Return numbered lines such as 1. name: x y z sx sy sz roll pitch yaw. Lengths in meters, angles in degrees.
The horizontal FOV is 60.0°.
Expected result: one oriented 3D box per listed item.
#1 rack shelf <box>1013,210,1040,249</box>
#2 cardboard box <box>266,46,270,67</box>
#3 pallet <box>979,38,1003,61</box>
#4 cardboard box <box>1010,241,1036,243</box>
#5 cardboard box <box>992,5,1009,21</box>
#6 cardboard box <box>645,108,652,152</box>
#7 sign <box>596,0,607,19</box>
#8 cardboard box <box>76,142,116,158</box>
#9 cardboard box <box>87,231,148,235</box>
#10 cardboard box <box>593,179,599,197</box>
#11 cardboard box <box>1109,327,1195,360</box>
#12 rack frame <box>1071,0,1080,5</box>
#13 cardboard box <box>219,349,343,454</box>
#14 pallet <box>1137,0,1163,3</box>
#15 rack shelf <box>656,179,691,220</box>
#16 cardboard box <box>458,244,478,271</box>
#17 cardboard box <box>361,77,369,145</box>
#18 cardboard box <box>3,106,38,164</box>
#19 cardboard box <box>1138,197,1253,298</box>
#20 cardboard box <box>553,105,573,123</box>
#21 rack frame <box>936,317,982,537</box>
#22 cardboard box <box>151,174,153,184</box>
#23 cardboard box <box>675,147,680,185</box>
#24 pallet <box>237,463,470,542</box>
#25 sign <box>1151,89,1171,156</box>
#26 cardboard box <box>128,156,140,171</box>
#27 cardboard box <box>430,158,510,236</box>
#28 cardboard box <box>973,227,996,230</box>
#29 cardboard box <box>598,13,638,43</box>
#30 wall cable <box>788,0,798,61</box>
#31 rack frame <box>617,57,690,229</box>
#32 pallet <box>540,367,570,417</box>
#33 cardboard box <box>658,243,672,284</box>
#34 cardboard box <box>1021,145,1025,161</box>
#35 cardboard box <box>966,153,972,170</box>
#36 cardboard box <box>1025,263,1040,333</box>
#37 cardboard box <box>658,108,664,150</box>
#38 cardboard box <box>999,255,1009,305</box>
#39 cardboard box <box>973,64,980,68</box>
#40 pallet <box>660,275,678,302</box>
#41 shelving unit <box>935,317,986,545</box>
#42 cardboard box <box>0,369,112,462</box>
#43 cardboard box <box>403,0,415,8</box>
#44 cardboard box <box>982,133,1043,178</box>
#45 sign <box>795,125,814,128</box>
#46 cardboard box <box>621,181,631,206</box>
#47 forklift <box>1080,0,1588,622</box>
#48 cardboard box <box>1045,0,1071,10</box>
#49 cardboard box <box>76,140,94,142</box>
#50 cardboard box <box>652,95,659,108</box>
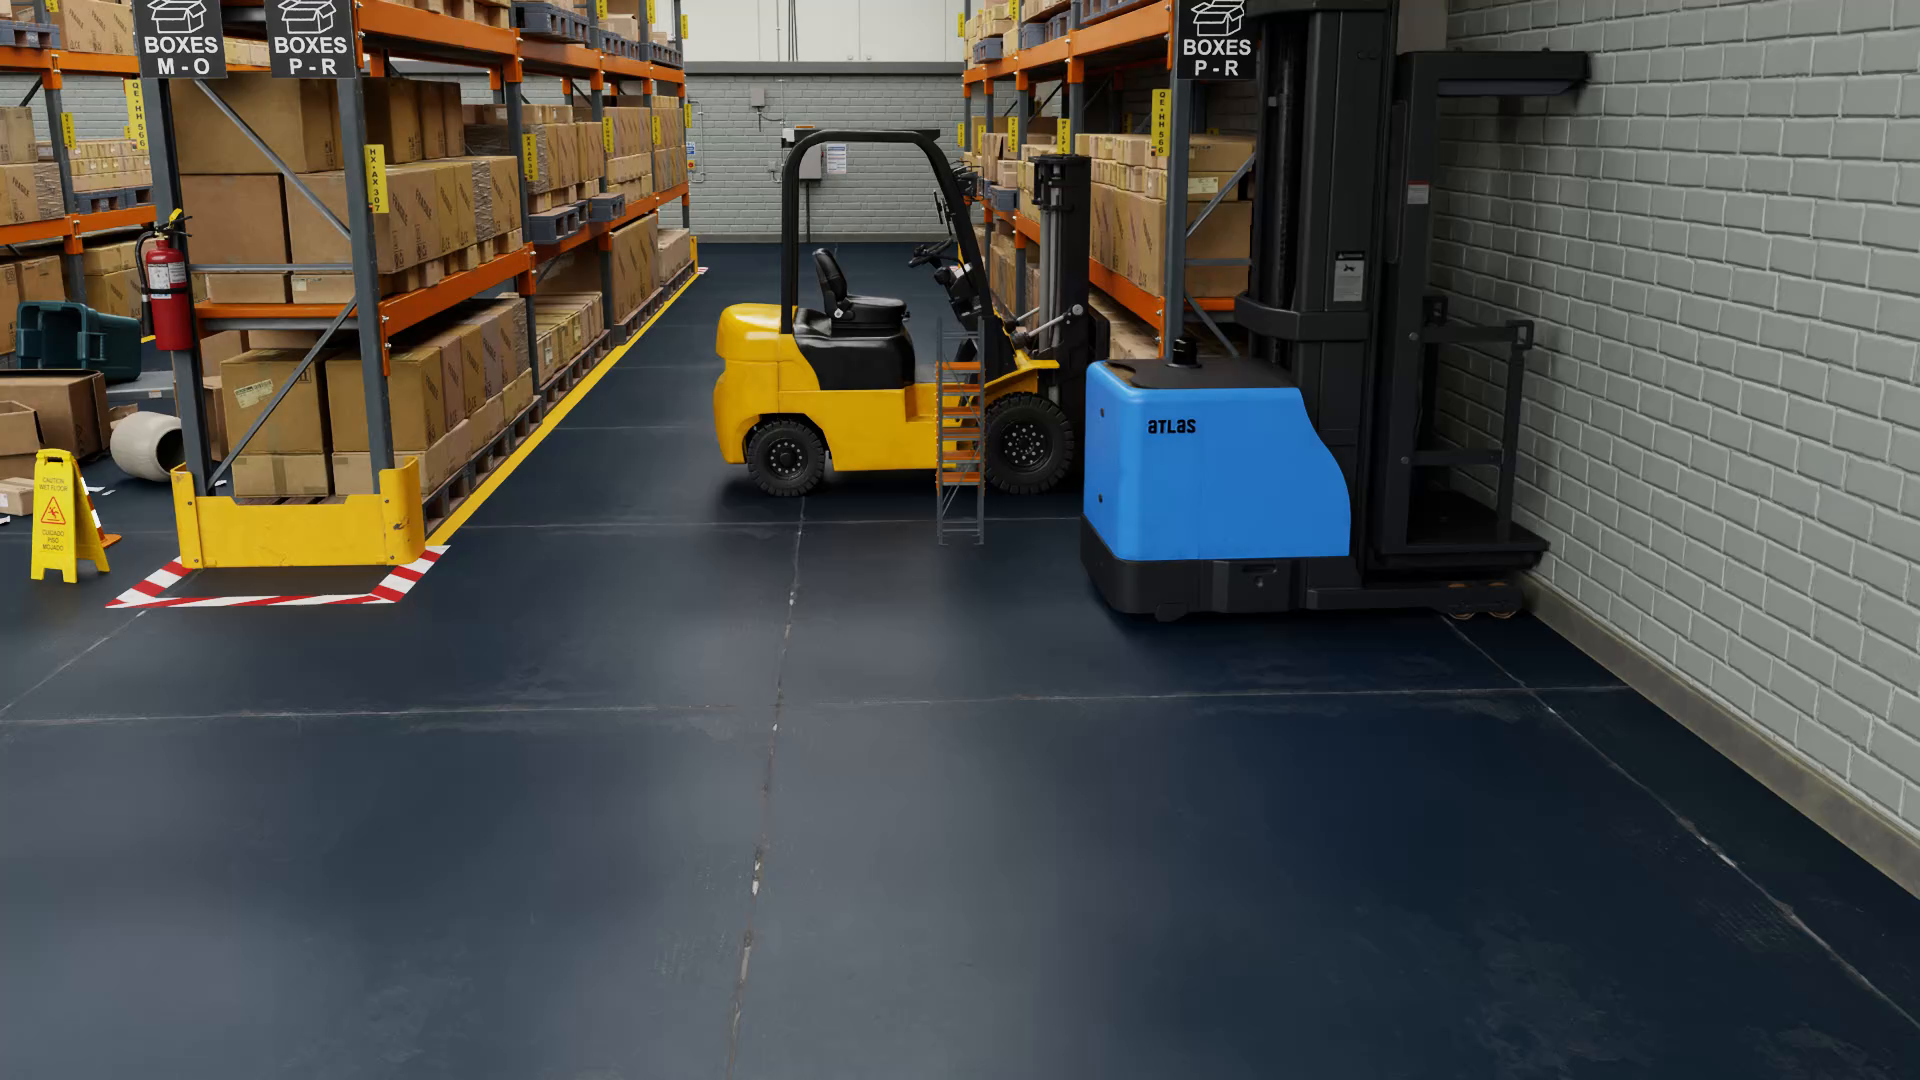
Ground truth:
1. rack shelf: 1.180 -2.561 14.405 1.077 0.370 4.000 -1 14 -3
2. cardboard box: -8.926 -6.106 21.021 0.500 0.250 0.500 0 14 -1
3. pallet: 0.846 -5.342 18.128 1.213 0.211 1.003 -1 14 -3
4. cardboard box: 0.755 -3.225 18.413 0.380 0.149 0.250 -1 14 -3
5. cardboard box: 0.543 -5.666 17.871 0.380 0.149 0.250 -1 14 -3
6. cardboard box: -3.867 -4.750 19.260 0.500 0.500 0.500 0 14 -2
7. sign: -3.356 -5.040 15.540 0.100 0.325 0.005 -1 14 -3
8. cardboard box: -8.713 -3.909 16.669 0.380 0.149 0.250 -1 15 -6
9. cardboard box: -9.262 -3.259 18.340 0.500 0.250 0.500 0 14 -2
10. cardboard box: -3.493 -3.206 15.128 0.380 0.149 0.250 -1 14 -4
11. cardboard box: 1.134 -1.135 10.088 0.500 0.250 0.500 -1 14 -3
12. rack frame: 1.304 -5.318 11.635 1.000 3.000 0.127 -1 14 -3
13. cardboard box: -3.712 -0.770 9.170 0.500 0.500 0.500 -1 14 -3
14. pallet: 1.534 -3.004 8.838 1.003 0.211 1.213 -1 14 -3
15. rack shelf: -4.269 -4.473 21.836 1.077 0.370 4.000 -1 14 -3
16. cardboard box: -3.221 -1.758 10.342 0.380 0.149 0.250 -1 14 -3
17. cardboard box: -3.809 -2.392 9.497 0.700 0.500 0.500 -1 14 -4
18. cardboard box: -8.814 -3.649 14.981 0.700 0.500 0.500 -1 14 -4
19. cardboard box: 1.260 -1.584 8.963 0.500 0.500 0.500 -1 14 -5
20. cardboard box: -3.514 -3.637 14.200 0.380 0.149 0.250 -2 15 -6
21. rack frame: -0.005 -0.600 8.951 0.240 1.200 0.006 -1 14 -3
22. cardboard box: -8.773 -3.885 17.767 0.380 0.149 0.250 0 14 -1
23. cardboard box: -4.041 -4.999 22.235 0.500 0.500 0.500 0 14 -2
24. pallet: -3.422 -0.211 9.423 1.003 0.211 1.213 -1 14 -3
25. sign: 1.010 -2.088 8.323 0.100 0.325 0.005 -1 14 -3
26. cardboard box: -8.742 -3.897 17.218 0.380 0.149 0.250 -1 14 -4
27. cardboard box: -3.335 -2.293 11.120 0.500 0.500 0.500 0 14 -2
28. cardboard box: 0.518 -4.023 22.815 0.700 0.500 0.500 0 14 -1
29. cardboard box: -3.881 -5.721 18.559 0.500 0.311 0.500 -1 14 -3
30. wall cable: -1.493 -9.698 28.582 2.988 3.039 0.133 -1 14 -3
31. rack frame: -4.393 -5.319 23.680 1.000 3.000 0.127 -1 14 -3
32. pallet: -3.699 -1.178 13.181 1.003 0.211 1.213 -1 14 -3
33. cardboard box: -4.077 -3.445 20.694 0.875 0.438 0.875 -1 14 -4
34. cardboard box: 0.782 -3.686 15.830 0.380 0.149 0.250 0 14 -2
35. cardboard box: 0.352 -5.226 23.021 0.500 0.250 0.500 -1 14 -3
36. cardboard box: 1.082 -2.305 15.889 0.875 0.625 0.625 0 14 -2
37. cardboard box: -3.958 -5.105 20.640 0.500 0.500 0.500 -1 14 -4
38. cardboard box: 0.709 -2.885 18.395 0.500 0.500 0.500 -1 14 -5
39. cardboard box: 0.367 -6.200 21.589 0.380 0.149 0.250 -1 14 -2
40. pallet: -4.114 -3.164 20.901 1.003 0.211 1.213 -1 14 -3
41. shelving unit: 0.001 -0.577 8.863 0.258 1.200 0.189 -1 14 -3
42. cardboard box: -6.104 -0.827 10.958 0.797 0.637 0.503 -1 14 -3
43. cardboard box: -3.246 -3.016 9.213 0.380 0.149 0.250 -1 14 -5
44. cardboard box: 0.615 -4.530 19.569 0.700 0.500 0.500 -1 14 -2
45. sign: -2.728 -7.168 29.208 0.339 0.242 0.001 -1 14 -3
46. cardboard box: -3.753 -3.641 17.457 0.500 0.250 0.500 0 14 -2
47. forklift: 2.154 -1.184 7.746 3.031 2.935 1.130 -1 14 -6
48. cardboard box: 0.969 -4.441 13.382 0.500 0.311 0.500 -1 14 -5
49. cardboard box: -9.433 -4.166 17.666 0.380 0.149 0.250 0 14 -1
50. cardboard box: -3.950 -5.443 20.652 0.380 0.149 0.250 -1 14 -4
